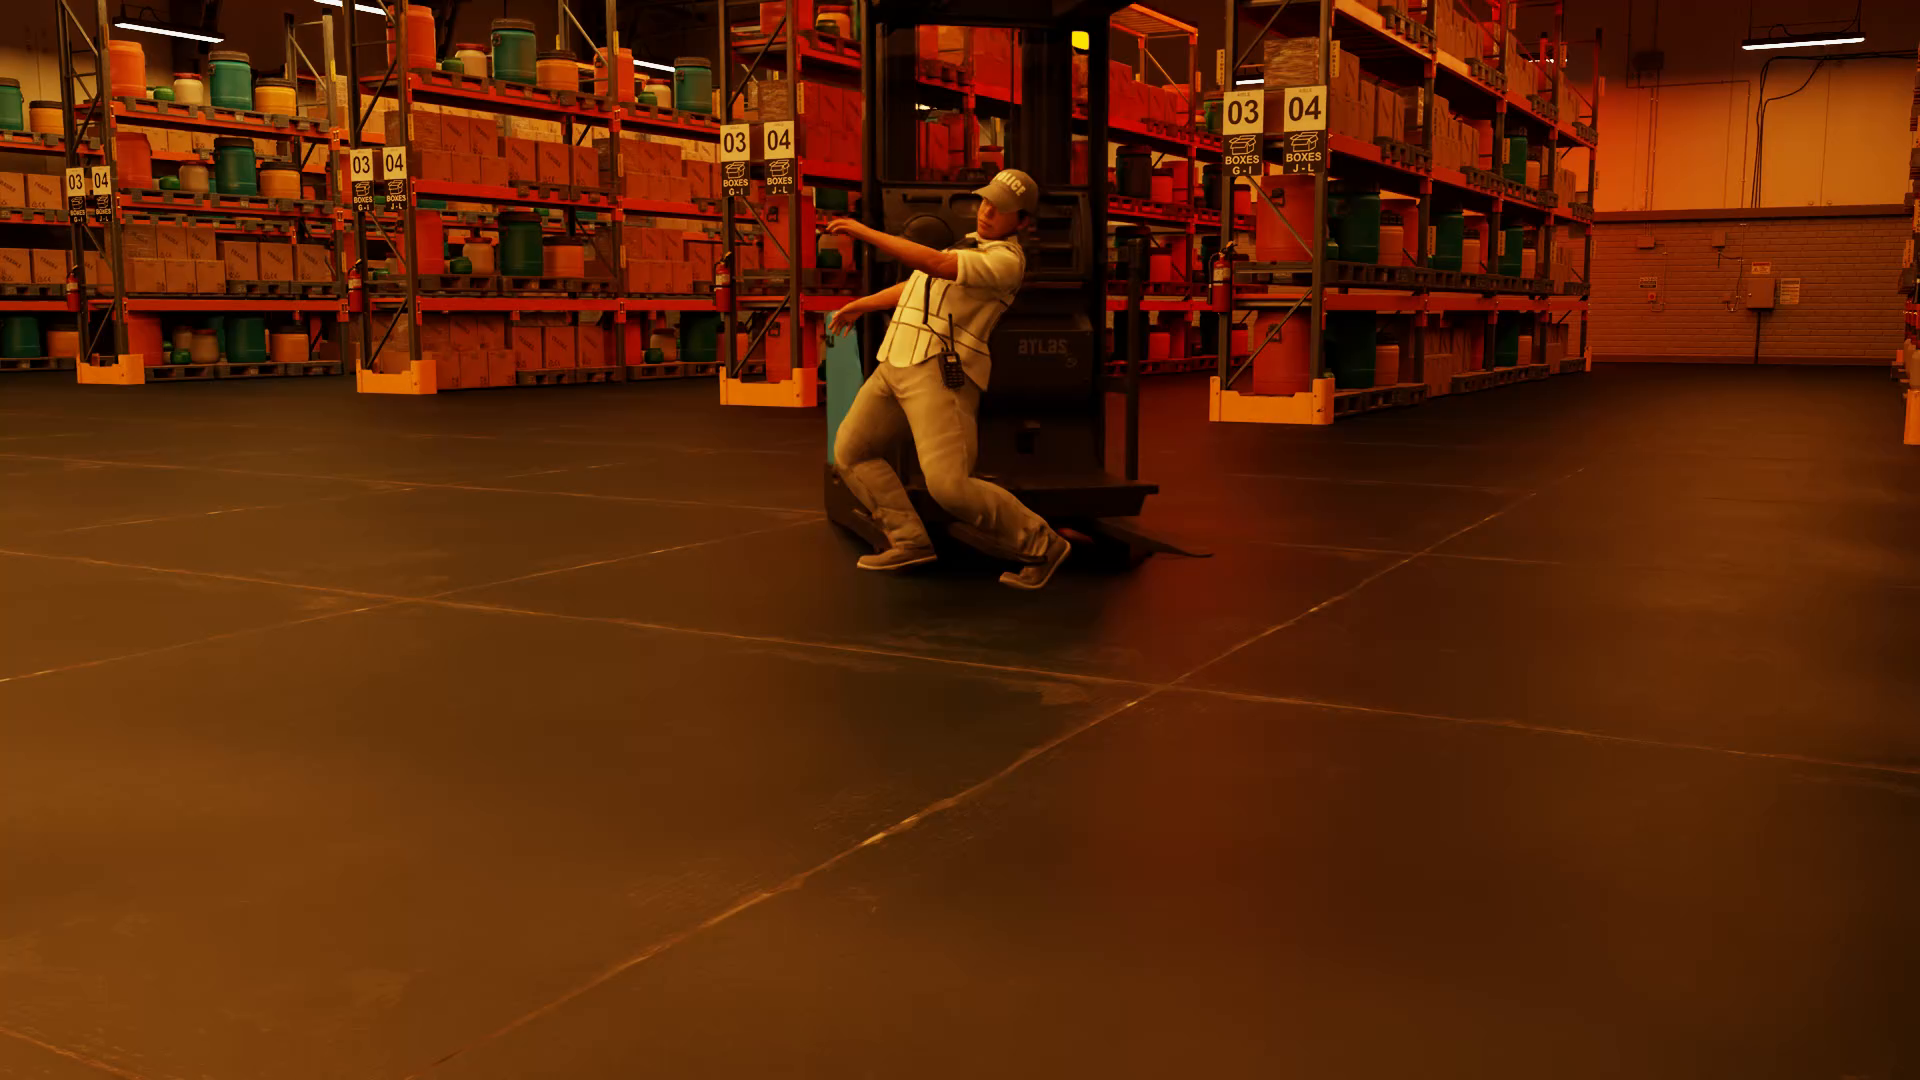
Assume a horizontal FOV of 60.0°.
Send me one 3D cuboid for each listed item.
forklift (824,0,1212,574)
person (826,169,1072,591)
[{"bbox_3d":[0.179,-1.368,7.009,1.130,2.935,3.031,-2,8,-14],"label":"forklift"},{"bbox_3d":[-0.160,-0.575,5.913,0.786,1.442,0.945,-4,9,-28],"label":"person"}]
